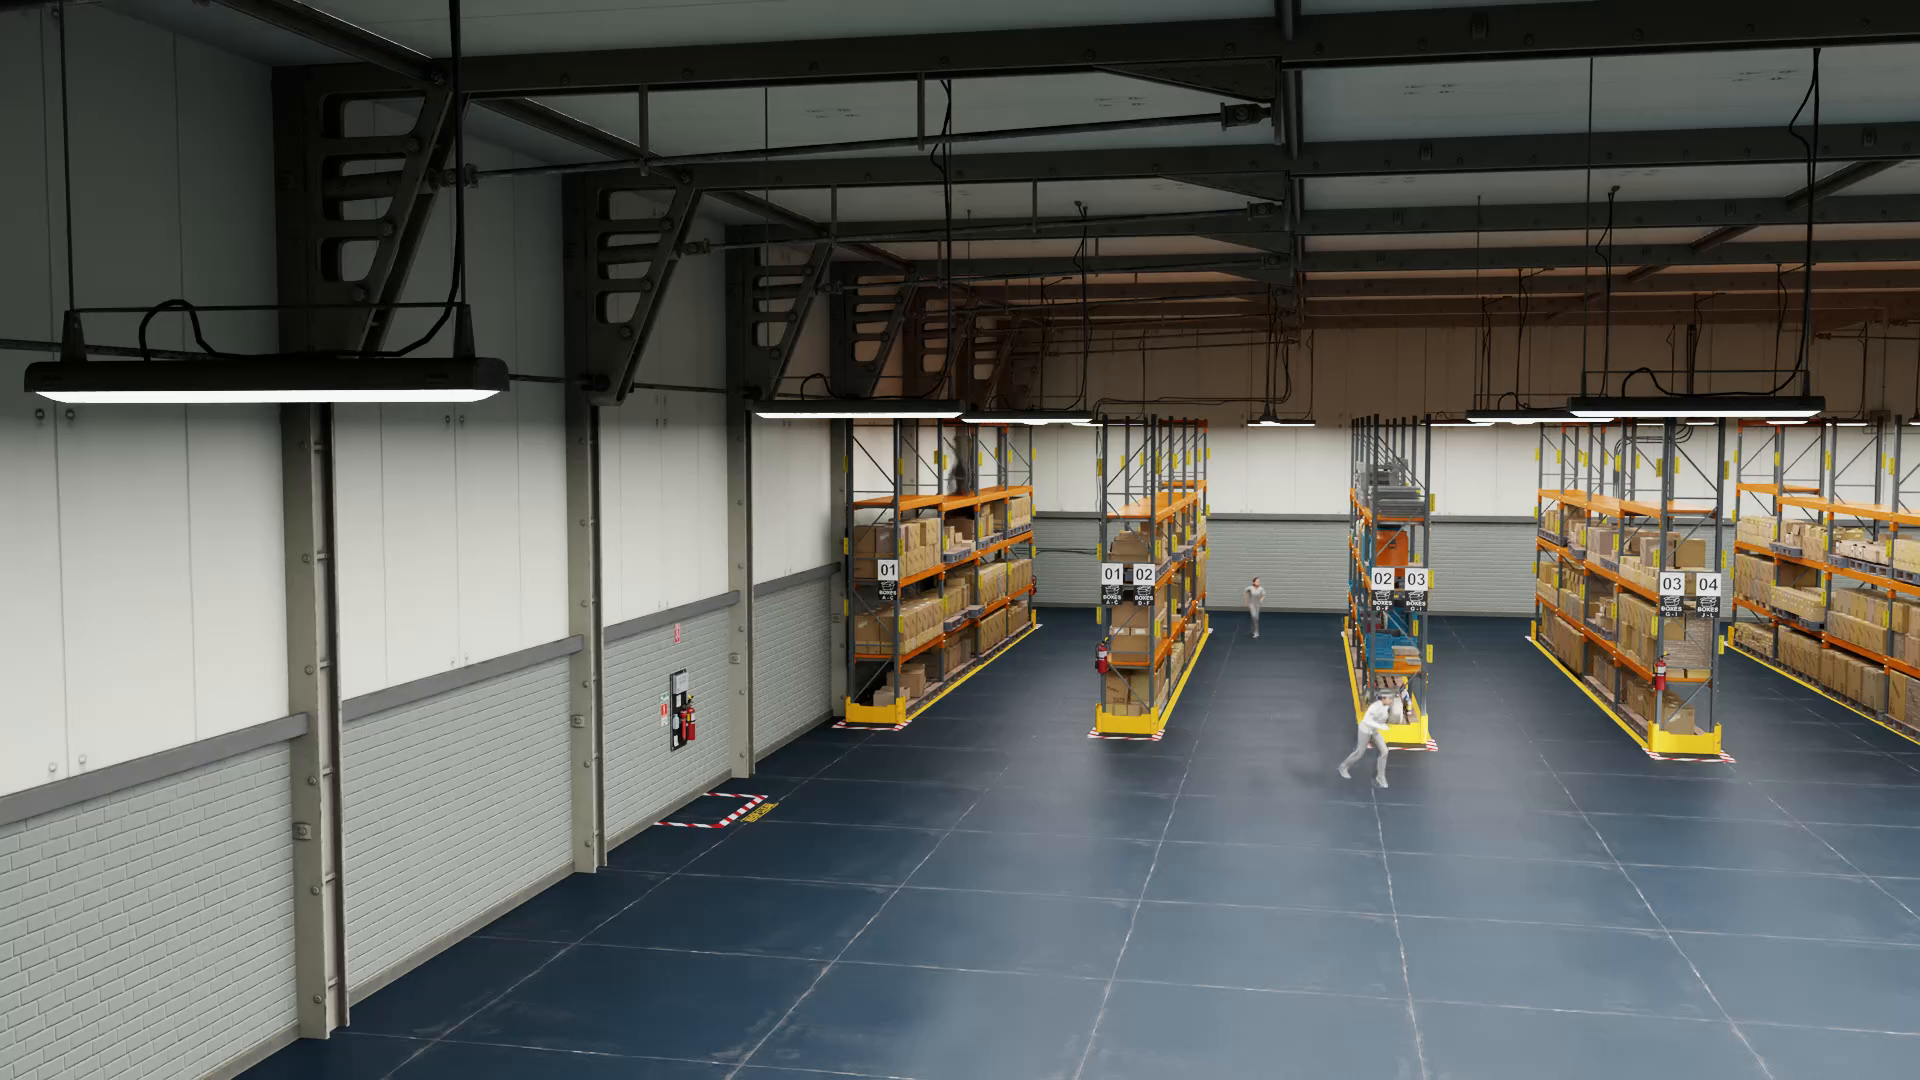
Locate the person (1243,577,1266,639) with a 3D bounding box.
[{"bbox_3d":[8.126,1.849,45.939,0.583,1.672,0.878,0,4,-7],"label":"person"}]

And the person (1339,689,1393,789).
[{"bbox_3d":[6.557,3.172,26.823,0.963,1.624,0.658,4,5,45],"label":"person"}]

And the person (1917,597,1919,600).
[{"bbox_3d":[26.627,1.815,45.595,0.768,1.751,0.664,0,4,-3],"label":"person"}]
